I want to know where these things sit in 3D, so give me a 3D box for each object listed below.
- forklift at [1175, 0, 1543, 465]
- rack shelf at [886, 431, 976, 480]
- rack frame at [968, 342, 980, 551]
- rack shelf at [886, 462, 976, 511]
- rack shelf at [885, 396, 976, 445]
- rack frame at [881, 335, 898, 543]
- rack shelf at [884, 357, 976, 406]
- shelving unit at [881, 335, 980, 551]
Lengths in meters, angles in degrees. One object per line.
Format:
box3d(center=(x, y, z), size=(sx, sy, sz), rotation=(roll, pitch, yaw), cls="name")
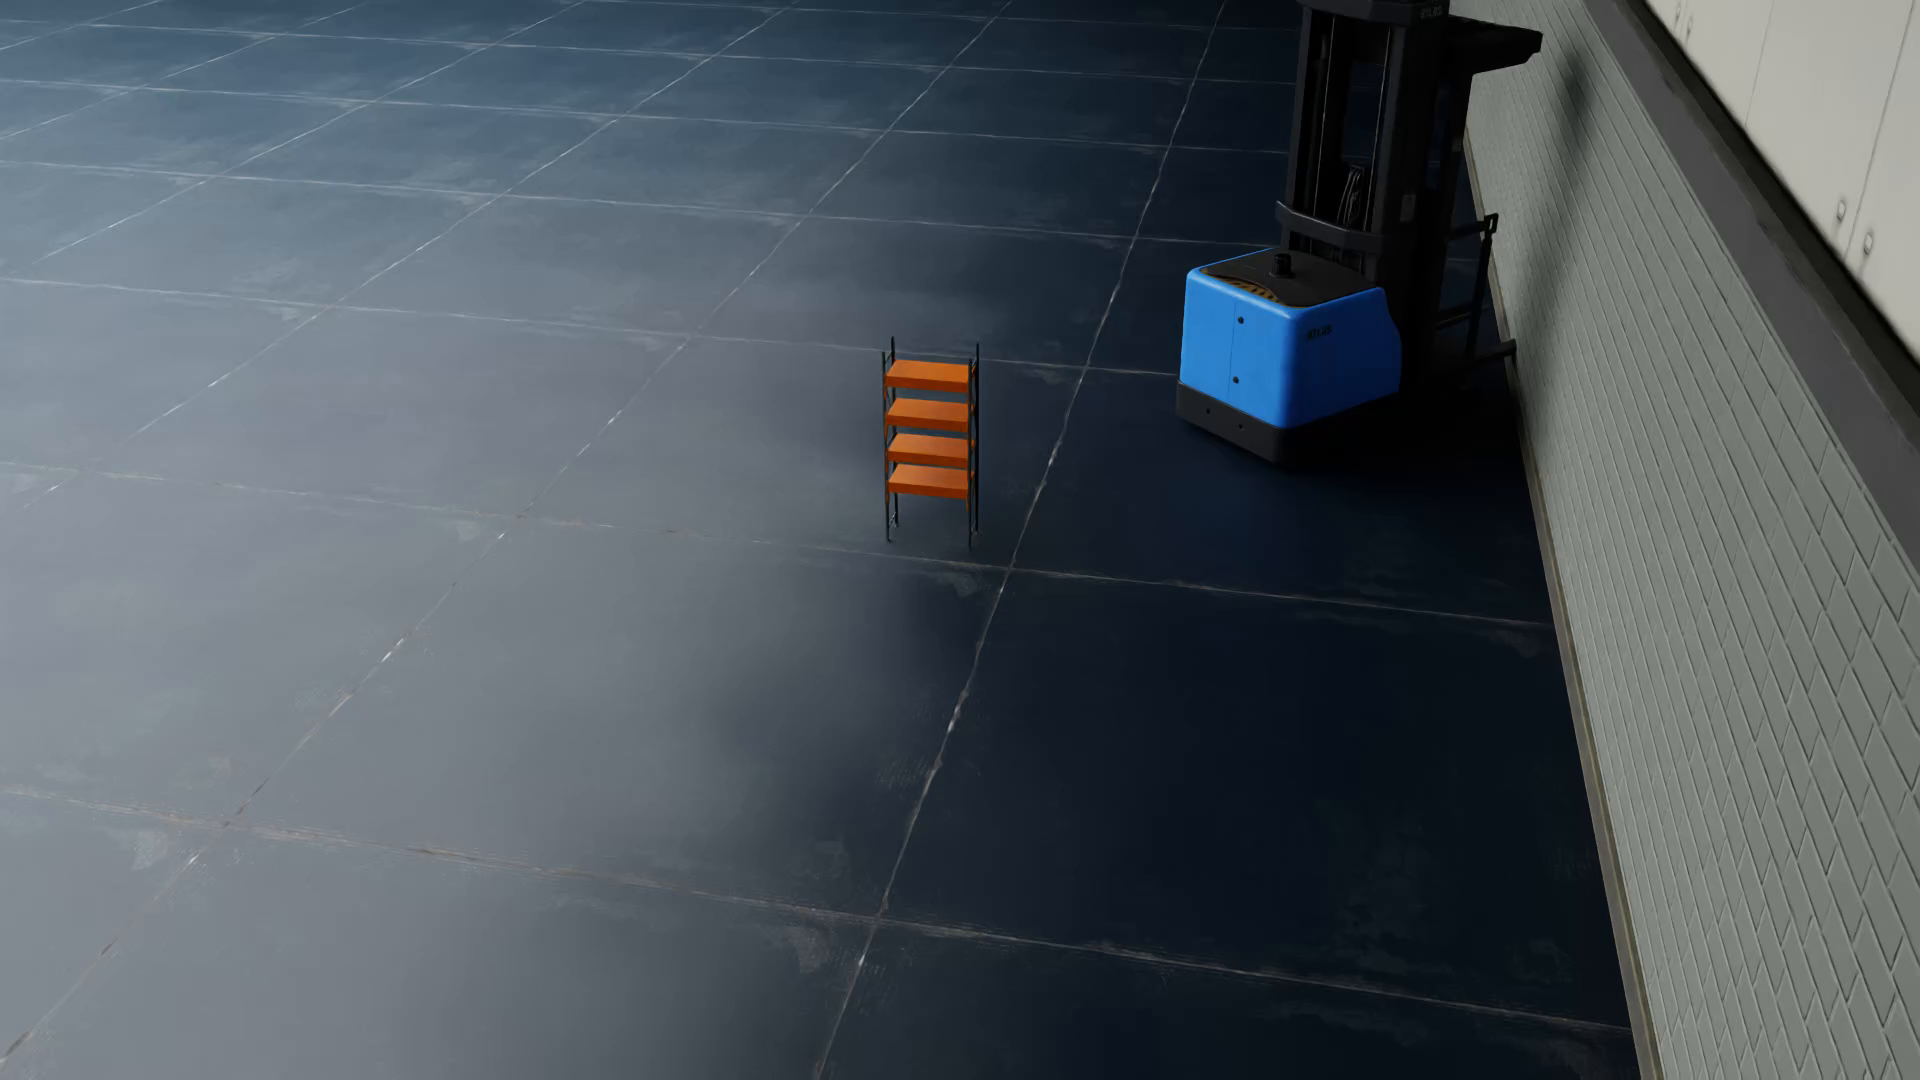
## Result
box3d(center=(2.934, -2.312, 10.921), size=(3.031, 2.935, 1.130), rotation=(-19, 34, -31), cls="forklift")
box3d(center=(-0.162, -0.484, 9.525), size=(0.480, 0.148, 0.258), rotation=(6, 29, 11), cls="rack shelf")
box3d(center=(0.077, -0.518, 9.448), size=(0.015, 1.200, 0.240), rotation=(6, 29, 11), cls="rack frame")
box3d(center=(-0.162, -0.310, 9.620), size=(0.480, 0.148, 0.258), rotation=(6, 29, 11), cls="rack shelf")
box3d(center=(-0.162, -0.680, 9.417), size=(0.480, 0.148, 0.258), rotation=(6, 29, 11), cls="rack shelf")
box3d(center=(-0.401, -0.567, 9.537), size=(0.015, 1.200, 0.240), rotation=(6, 29, 11), cls="rack frame")
box3d(center=(-0.162, -0.888, 9.304), size=(0.480, 0.148, 0.258), rotation=(6, 29, 11), cls="rack shelf")
box3d(center=(-0.162, -0.543, 9.492), size=(0.503, 1.200, 0.258), rotation=(6, 29, 11), cls="shelving unit")
